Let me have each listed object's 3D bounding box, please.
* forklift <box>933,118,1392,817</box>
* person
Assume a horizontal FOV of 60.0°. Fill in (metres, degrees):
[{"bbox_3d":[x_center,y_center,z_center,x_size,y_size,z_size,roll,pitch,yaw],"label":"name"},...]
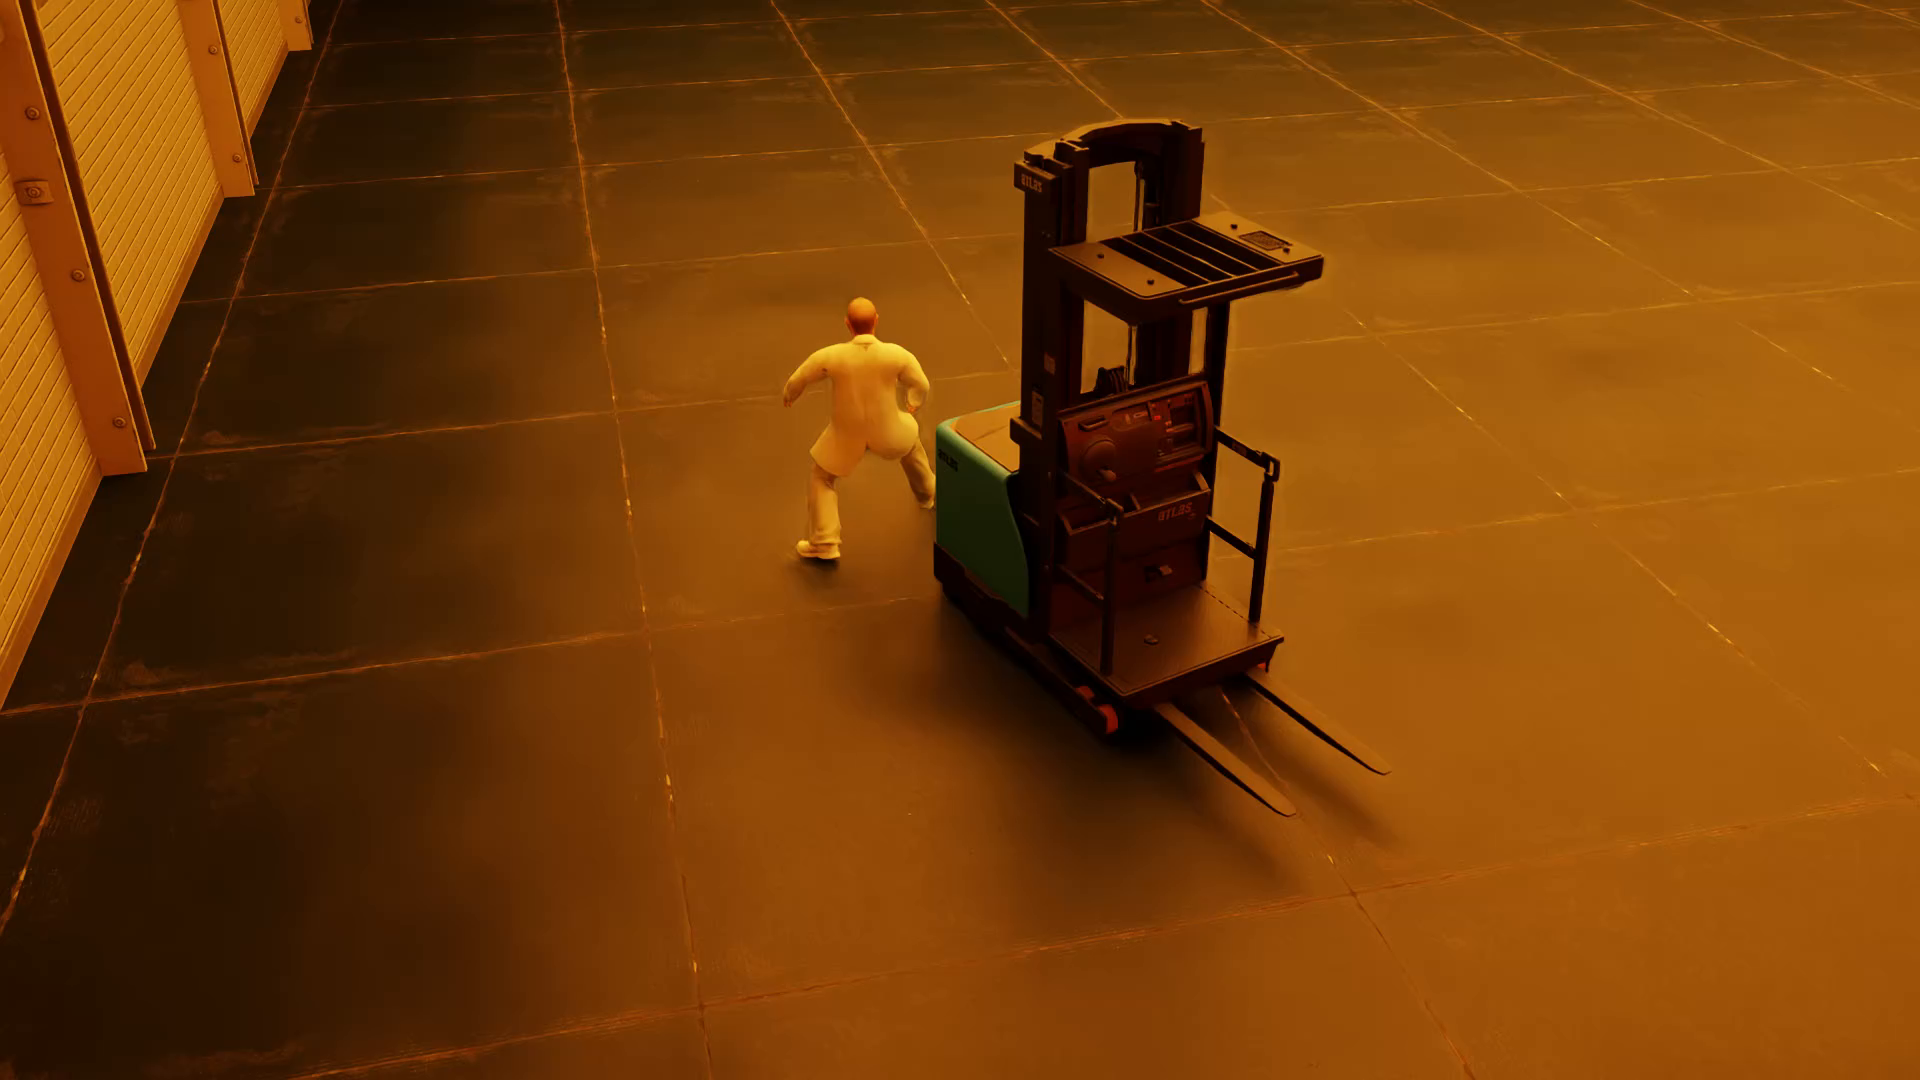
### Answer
[{"bbox_3d":[1.037,-0.510,8.456,1.130,2.935,3.031,-17,34,-27],"label":"forklift"},{"bbox_3d":[-0.599,-0.784,10.273,0.977,1.626,1.036,-3,30,-5],"label":"person"}]
